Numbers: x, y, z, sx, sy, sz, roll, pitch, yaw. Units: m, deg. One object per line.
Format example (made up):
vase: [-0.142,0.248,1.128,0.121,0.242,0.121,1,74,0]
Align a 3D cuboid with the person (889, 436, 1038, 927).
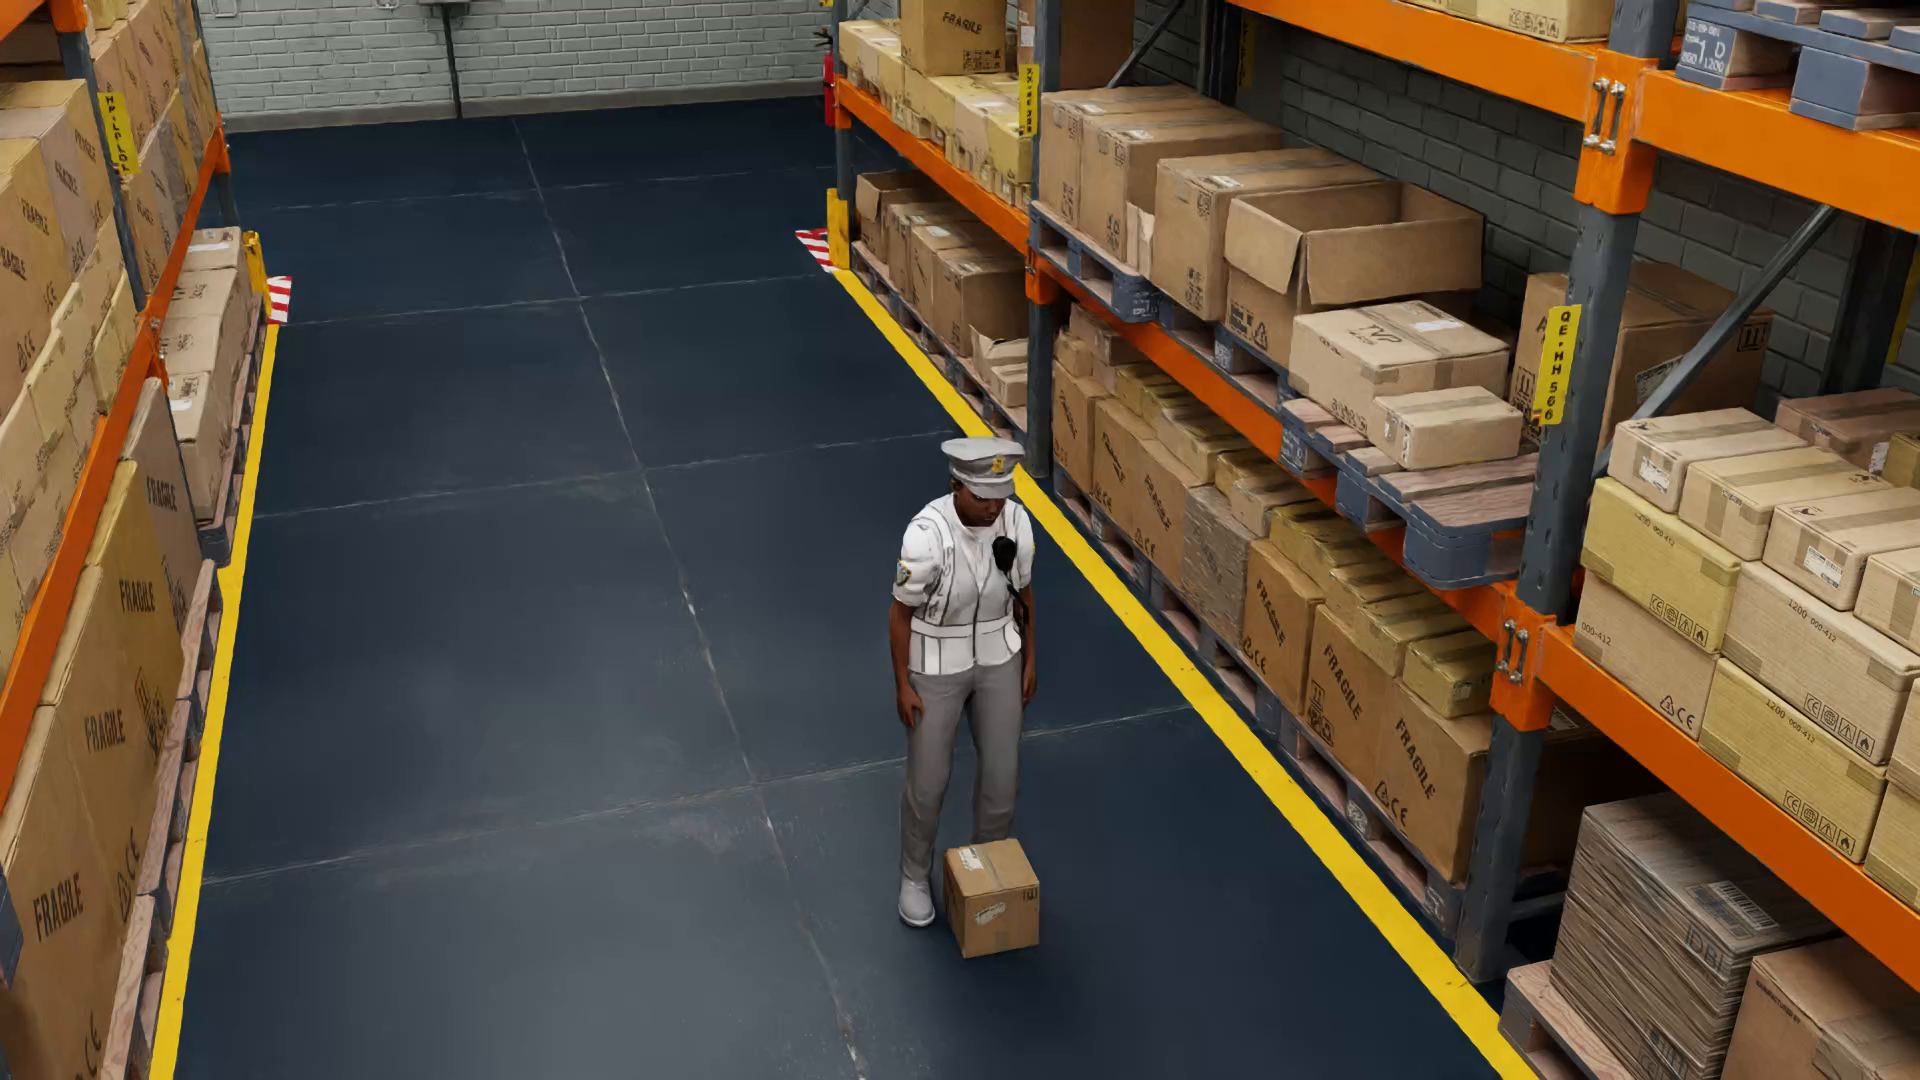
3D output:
person: [0.017,0.435,5.246,0.512,1.656,0.426,-9,28,-18]
